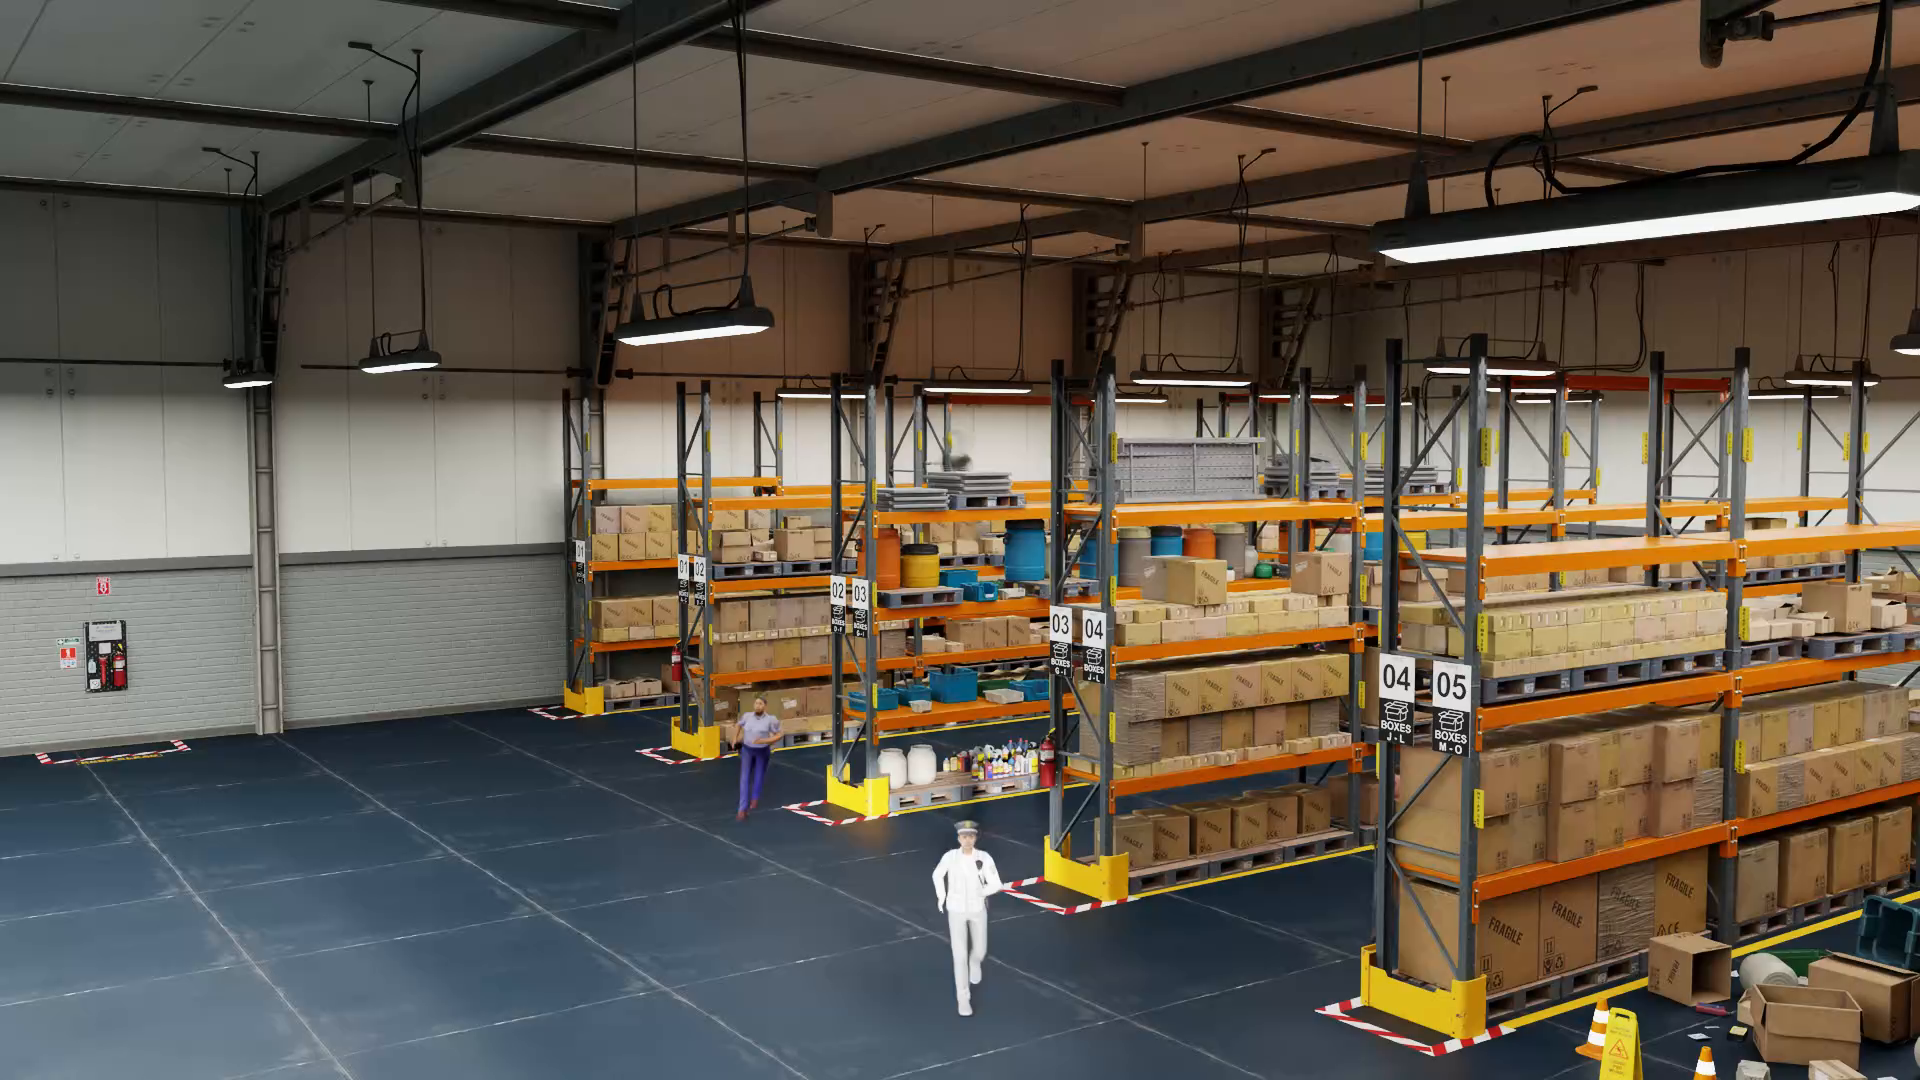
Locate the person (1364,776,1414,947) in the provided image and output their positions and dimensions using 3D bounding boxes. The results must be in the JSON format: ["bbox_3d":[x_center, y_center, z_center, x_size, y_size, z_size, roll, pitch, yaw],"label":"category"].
[{"bbox_3d":[4.402,3.234,16.690,0.890,1.735,0.648,-3,4,-35],"label":"person"}]

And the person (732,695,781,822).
[{"bbox_3d":[-2.739,2.930,22.473,0.664,1.652,0.822,0,4,0],"label":"person"}]

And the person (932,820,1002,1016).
[{"bbox_3d":[0.063,3.350,15.038,0.623,1.669,0.871,0,4,-1],"label":"person"}]
